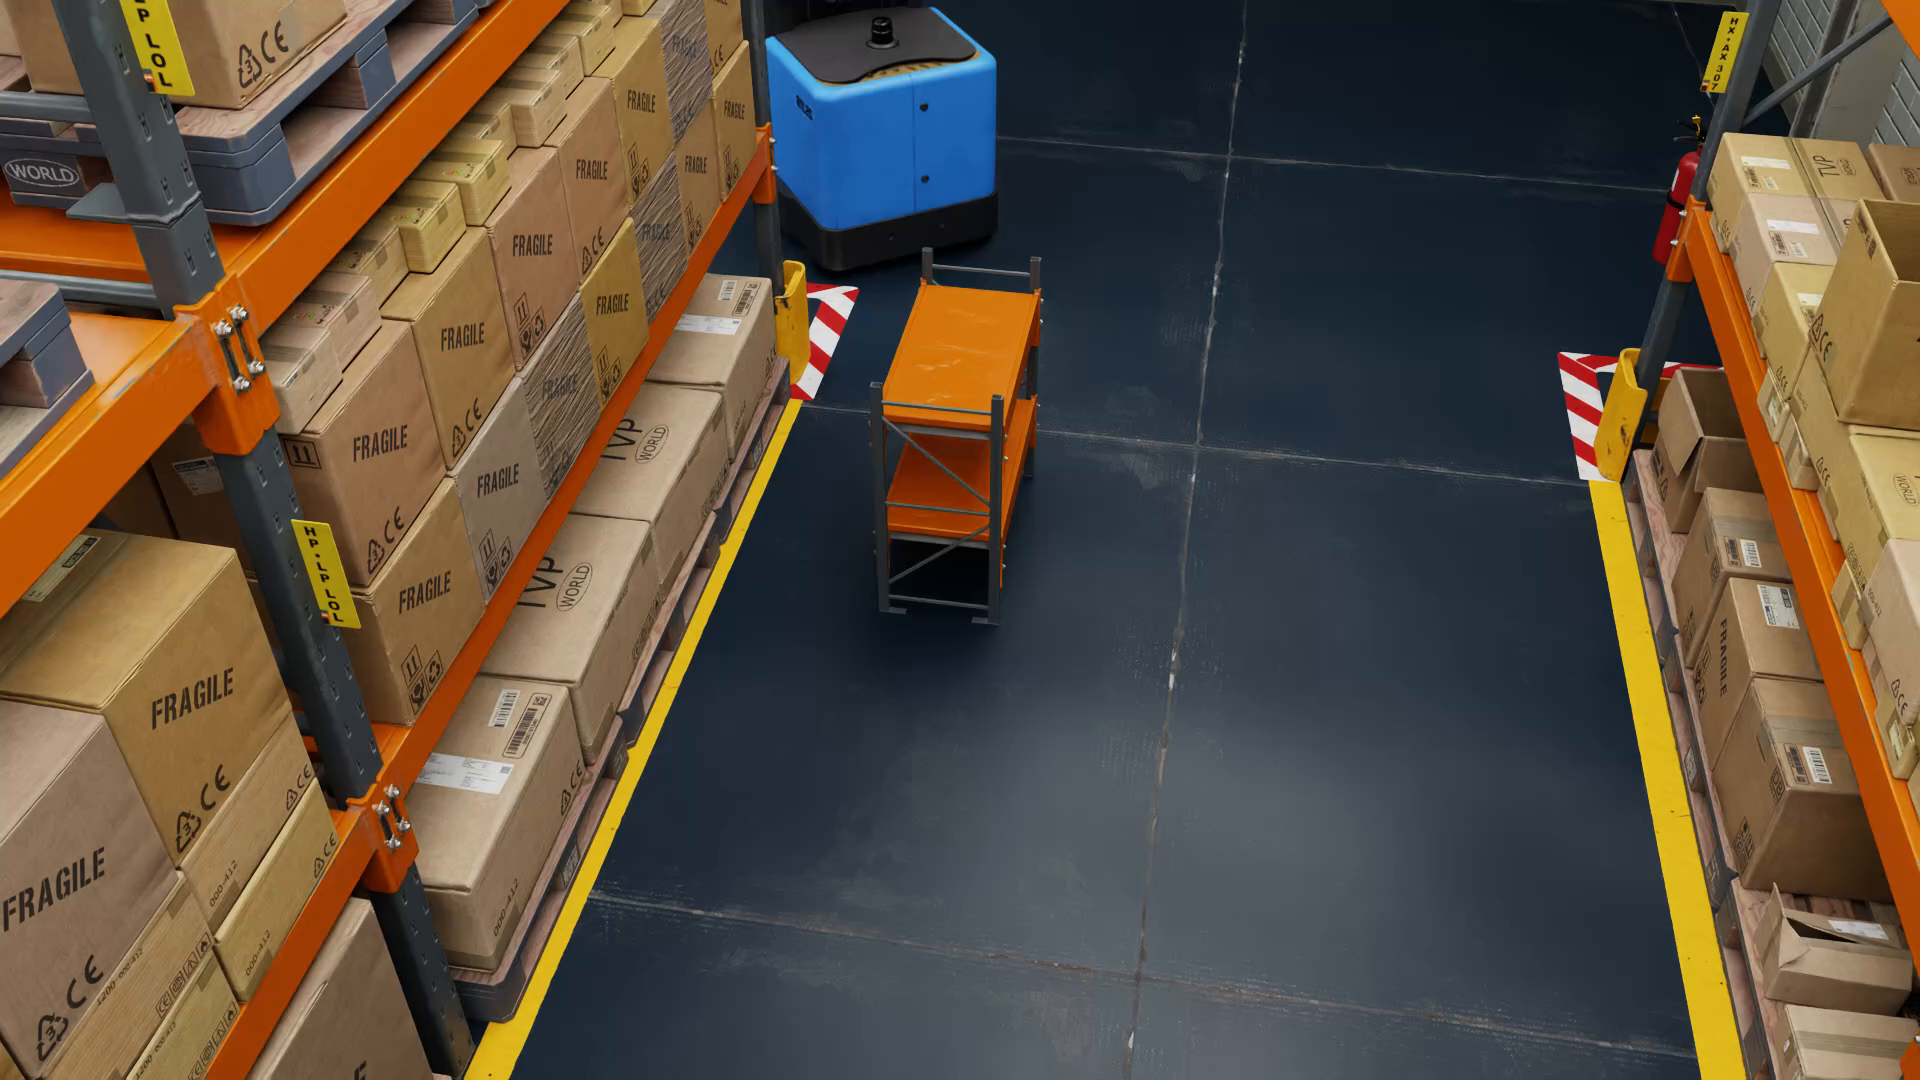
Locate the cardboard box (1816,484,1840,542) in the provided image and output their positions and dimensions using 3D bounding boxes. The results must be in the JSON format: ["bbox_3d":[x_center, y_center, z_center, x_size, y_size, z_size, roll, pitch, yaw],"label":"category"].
[{"bbox_3d":[2.938,-0.107,5.222,0.380,0.149,0.250,6,40,8],"label":"cardboard box"}]

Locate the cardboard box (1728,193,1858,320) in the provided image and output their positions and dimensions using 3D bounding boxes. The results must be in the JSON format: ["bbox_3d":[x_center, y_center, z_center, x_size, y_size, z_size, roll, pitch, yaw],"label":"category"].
[{"bbox_3d":[3.108,-1.005,5.996,0.500,0.250,0.500,7,40,8],"label":"cardboard box"}]

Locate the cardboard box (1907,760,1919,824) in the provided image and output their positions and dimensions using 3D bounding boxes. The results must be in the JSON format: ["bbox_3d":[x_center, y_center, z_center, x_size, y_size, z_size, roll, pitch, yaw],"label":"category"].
[{"bbox_3d":[2.677,0.694,4.254,0.380,0.149,0.250,7,40,9],"label":"cardboard box"}]

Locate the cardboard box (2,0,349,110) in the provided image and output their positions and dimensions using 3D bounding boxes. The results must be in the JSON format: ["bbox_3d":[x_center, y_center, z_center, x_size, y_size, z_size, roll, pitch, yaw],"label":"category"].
[{"bbox_3d":[-1.734,-1.295,3.622,0.500,0.500,0.500,7,40,8],"label":"cardboard box"}]

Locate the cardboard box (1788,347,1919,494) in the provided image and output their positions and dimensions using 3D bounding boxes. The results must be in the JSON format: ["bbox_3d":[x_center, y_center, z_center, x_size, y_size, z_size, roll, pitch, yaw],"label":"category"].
[{"bbox_3d":[2.956,-0.363,5.220,0.500,0.250,0.500,5,40,7],"label":"cardboard box"}]

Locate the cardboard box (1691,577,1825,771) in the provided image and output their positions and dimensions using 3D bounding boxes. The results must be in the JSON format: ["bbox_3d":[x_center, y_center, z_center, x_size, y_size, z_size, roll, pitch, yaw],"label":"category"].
[{"bbox_3d":[2.964,0.508,5.913,0.500,0.500,0.500,7,40,8],"label":"cardboard box"}]

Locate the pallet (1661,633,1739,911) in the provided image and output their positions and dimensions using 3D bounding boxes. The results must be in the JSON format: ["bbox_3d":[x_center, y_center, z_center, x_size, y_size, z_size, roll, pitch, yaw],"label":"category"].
[{"bbox_3d":[3.175,0.867,6.036,1.003,0.211,1.213,6,40,8],"label":"pallet"}]

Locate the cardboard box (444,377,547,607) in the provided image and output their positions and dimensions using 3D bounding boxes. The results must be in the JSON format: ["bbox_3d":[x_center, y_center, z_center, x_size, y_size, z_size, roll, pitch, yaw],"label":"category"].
[{"bbox_3d":[-1.612,-0.174,5.028,0.500,0.500,0.500,7,40,8],"label":"cardboard box"}]

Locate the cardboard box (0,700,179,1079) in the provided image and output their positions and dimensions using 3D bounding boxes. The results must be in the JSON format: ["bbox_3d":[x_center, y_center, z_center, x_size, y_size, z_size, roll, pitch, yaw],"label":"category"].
[{"bbox_3d":[-1.955,0.655,3.240,0.500,0.500,0.500,7,40,9],"label":"cardboard box"}]

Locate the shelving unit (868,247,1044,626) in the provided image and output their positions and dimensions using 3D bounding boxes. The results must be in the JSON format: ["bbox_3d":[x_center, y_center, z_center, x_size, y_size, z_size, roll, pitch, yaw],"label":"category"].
[{"bbox_3d":[0.001,-0.438,6.897,0.538,1.125,1.048,6,40,8],"label":"shelving unit"}]

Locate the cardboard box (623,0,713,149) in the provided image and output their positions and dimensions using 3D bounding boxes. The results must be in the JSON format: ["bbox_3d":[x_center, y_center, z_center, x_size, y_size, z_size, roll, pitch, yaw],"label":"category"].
[{"bbox_3d":[-1.261,-1.828,6.244,0.500,0.500,0.500,7,40,8],"label":"cardboard box"}]

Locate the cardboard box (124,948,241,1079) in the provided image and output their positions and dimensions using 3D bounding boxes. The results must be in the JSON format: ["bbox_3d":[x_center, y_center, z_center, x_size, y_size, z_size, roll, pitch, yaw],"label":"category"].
[{"bbox_3d":[-1.961,1.132,3.644,0.500,0.250,0.500,6,40,7],"label":"cardboard box"}]

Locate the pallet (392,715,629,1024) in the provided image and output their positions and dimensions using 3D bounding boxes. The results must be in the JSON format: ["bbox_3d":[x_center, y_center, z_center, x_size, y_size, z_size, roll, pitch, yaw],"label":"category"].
[{"bbox_3d":[-1.834,1.052,5.812,1.003,0.211,1.213,6,40,8],"label":"pallet"}]

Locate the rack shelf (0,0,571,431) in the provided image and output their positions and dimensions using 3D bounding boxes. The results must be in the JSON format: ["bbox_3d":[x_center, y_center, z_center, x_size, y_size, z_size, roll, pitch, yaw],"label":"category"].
[{"bbox_3d":[-1.697,-1.688,5.148,1.077,0.370,4.000,6,40,8],"label":"rack shelf"}]

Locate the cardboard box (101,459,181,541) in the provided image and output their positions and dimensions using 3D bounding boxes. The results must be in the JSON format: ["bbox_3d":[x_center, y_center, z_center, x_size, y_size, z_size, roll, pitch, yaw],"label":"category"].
[{"bbox_3d":[-2.233,-0.305,4.401,0.500,0.500,0.500,6,40,7],"label":"cardboard box"}]

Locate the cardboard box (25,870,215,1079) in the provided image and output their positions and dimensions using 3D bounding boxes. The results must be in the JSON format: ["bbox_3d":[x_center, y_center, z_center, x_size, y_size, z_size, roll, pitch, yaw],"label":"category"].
[{"bbox_3d":[-1.959,0.929,3.498,0.500,0.250,0.500,7,40,9],"label":"cardboard box"}]

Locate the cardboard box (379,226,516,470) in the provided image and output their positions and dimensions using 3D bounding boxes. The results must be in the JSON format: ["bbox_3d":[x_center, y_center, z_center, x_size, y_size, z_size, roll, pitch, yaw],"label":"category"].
[{"bbox_3d":[-1.628,-0.567,4.718,0.500,0.500,0.500,6,40,7],"label":"cardboard box"}]

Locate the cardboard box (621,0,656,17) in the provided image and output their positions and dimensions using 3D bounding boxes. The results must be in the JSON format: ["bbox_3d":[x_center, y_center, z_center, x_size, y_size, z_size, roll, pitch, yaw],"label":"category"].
[{"bbox_3d":[-1.281,-2.004,5.948,0.380,0.149,0.250,7,40,9],"label":"cardboard box"}]

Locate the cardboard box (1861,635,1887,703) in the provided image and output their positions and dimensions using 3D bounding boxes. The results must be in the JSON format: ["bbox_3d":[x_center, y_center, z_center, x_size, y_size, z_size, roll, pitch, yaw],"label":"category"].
[{"bbox_3d":[2.770,0.366,4.650,0.380,0.149,0.250,7,40,9],"label":"cardboard box"}]

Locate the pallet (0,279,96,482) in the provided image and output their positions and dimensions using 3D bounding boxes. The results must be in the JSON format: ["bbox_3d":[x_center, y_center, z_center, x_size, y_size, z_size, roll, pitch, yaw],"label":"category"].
[{"bbox_3d":[-2.153,-0.056,2.760,0.805,0.209,1.217,5,40,6],"label":"pallet"}]

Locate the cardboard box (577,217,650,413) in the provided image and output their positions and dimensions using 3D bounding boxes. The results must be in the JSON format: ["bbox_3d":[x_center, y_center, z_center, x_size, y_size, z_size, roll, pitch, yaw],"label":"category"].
[{"bbox_3d":[-1.431,-0.809,5.795,0.500,0.500,0.500,8,40,9],"label":"cardboard box"}]

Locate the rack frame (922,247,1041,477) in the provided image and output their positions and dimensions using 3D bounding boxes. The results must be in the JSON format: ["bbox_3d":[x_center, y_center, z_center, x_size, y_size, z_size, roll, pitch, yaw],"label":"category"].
[{"bbox_3d":[0.089,-0.757,7.283,0.500,1.125,0.032,6,40,8],"label":"rack frame"}]

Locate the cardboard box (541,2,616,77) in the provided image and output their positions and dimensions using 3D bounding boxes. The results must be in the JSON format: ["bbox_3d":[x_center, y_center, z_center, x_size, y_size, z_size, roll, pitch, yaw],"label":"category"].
[{"bbox_3d":[-1.382,-1.684,5.561,0.380,0.149,0.250,7,40,9],"label":"cardboard box"}]

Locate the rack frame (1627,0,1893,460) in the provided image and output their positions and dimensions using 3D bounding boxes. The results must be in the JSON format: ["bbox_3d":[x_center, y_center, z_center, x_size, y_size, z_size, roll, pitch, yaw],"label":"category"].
[{"bbox_3d":[3.539,-1.520,6.734,1.000,3.000,0.127,6,40,8],"label":"rack frame"}]

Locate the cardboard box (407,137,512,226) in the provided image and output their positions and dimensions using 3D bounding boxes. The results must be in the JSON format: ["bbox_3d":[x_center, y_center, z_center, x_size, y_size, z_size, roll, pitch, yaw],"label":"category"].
[{"bbox_3d":[-1.523,-1.038,4.779,0.380,0.149,0.250,5,40,6],"label":"cardboard box"}]

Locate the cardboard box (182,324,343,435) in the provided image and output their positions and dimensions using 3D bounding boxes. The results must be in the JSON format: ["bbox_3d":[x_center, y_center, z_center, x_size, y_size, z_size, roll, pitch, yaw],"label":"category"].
[{"bbox_3d":[-1.732,-0.398,4.005,0.380,0.149,0.250,6,40,7],"label":"cardboard box"}]

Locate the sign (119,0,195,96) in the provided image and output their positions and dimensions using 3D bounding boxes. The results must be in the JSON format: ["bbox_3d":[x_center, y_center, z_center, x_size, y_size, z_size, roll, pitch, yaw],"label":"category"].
[{"bbox_3d":[-1.506,-0.977,3.071,0.100,0.325,0.005,6,40,8],"label":"sign"}]

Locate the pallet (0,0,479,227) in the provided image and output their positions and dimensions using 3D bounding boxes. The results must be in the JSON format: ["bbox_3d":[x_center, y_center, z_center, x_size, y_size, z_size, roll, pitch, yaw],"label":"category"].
[{"bbox_3d":[-1.891,-1.188,4.049,1.003,0.211,1.213,6,40,8],"label":"pallet"}]

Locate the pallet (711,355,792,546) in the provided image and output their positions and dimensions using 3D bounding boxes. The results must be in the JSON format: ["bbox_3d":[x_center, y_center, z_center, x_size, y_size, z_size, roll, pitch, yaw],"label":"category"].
[{"bbox_3d":[-1.412,-0.479,7.664,1.003,0.211,1.213,6,40,8],"label":"pallet"}]

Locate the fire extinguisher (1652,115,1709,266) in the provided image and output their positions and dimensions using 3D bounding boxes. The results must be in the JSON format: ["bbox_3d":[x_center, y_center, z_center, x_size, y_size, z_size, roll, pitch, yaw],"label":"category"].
[{"bbox_3d":[3.109,-1.489,7.051,0.296,0.674,0.183,6,40,8],"label":"fire extinguisher"}]

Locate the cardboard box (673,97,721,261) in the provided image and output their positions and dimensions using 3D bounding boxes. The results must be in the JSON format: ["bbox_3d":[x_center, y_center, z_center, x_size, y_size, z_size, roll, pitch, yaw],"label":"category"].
[{"bbox_3d":[-1.275,-1.458,6.581,0.500,0.500,0.500,6,40,7],"label":"cardboard box"}]

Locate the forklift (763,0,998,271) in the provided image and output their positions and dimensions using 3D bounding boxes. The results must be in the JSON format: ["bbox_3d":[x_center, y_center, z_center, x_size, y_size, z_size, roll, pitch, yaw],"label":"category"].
[{"bbox_3d":[-0.884,-3.501,9.185,1.130,2.935,3.031,-17,42,-19],"label":"forklift"}]

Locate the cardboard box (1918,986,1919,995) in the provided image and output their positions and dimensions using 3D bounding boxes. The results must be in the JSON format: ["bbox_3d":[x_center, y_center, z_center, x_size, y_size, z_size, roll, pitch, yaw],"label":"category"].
[{"bbox_3d":[3.194,1.477,4.891,0.500,0.311,0.500,8,40,9],"label":"cardboard box"}]

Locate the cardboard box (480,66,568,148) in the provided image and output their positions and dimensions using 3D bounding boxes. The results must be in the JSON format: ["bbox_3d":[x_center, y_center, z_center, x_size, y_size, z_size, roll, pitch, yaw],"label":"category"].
[{"bbox_3d":[-1.450,-1.351,5.158,0.380,0.149,0.250,7,40,8],"label":"cardboard box"}]

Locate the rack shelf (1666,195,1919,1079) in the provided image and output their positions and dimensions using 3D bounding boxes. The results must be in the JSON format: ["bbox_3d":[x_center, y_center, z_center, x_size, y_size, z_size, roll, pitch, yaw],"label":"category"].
[{"bbox_3d":[3.193,0.013,5.445,1.077,0.370,4.000,6,40,8],"label":"rack shelf"}]

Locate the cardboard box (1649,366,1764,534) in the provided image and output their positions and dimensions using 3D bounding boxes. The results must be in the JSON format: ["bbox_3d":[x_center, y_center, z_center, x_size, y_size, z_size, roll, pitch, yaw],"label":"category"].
[{"bbox_3d":[3.340,-0.346,6.944,0.797,0.503,0.637,5,40,6],"label":"cardboard box"}]

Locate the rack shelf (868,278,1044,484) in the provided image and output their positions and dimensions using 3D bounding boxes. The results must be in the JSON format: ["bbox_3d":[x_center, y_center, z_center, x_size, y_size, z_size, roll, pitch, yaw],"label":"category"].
[{"bbox_3d":[0.001,-0.663,6.710,0.538,0.278,1.000,6,40,8],"label":"rack shelf"}]

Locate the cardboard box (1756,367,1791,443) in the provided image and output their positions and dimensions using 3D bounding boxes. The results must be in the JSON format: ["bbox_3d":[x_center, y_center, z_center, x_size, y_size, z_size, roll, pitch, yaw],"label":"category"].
[{"bbox_3d":[2.940,-0.444,5.630,0.380,0.149,0.250,5,40,6],"label":"cardboard box"}]

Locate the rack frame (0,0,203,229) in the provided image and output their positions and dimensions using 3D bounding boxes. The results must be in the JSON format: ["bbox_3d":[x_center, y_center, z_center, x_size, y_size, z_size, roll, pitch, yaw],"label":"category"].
[{"bbox_3d":[-2.043,-1.866,2.445,1.000,3.000,0.127,6,40,8],"label":"rack frame"}]

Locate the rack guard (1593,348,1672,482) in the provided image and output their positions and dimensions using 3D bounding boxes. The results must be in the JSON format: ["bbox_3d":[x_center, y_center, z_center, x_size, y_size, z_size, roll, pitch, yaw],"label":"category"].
[{"bbox_3d":[3.526,-0.509,7.473,1.175,0.500,0.348,6,40,8],"label":"rack guard"}]

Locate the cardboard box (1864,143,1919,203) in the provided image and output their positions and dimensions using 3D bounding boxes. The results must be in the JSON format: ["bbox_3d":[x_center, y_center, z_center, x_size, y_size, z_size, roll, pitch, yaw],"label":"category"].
[{"bbox_3d":[3.721,-1.259,6.302,0.500,0.250,0.500,7,40,9],"label":"cardboard box"}]

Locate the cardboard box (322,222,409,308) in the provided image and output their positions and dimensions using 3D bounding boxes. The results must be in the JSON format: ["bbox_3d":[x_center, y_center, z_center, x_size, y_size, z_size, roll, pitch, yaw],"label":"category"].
[{"bbox_3d":[-1.701,-0.725,4.401,0.380,0.149,0.250,6,40,7],"label":"cardboard box"}]

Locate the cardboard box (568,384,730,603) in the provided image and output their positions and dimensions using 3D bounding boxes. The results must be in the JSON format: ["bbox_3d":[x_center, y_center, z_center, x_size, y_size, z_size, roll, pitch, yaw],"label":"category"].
[{"bbox_3d":[-1.516,-0.238,6.866,0.875,0.438,0.875,7,40,9],"label":"cardboard box"}]

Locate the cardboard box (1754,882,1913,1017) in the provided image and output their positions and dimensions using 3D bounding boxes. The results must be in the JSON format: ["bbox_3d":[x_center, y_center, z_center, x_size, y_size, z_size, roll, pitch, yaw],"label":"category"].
[{"bbox_3d":[2.716,1.276,5.168,0.396,0.266,0.258,8,40,9],"label":"cardboard box"}]

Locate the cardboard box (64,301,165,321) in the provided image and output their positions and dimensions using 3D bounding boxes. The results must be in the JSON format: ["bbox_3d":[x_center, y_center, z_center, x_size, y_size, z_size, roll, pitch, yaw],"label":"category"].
[{"bbox_3d":[-2.150,-0.610,4.262,0.380,0.149,0.250,7,40,9],"label":"cardboard box"}]

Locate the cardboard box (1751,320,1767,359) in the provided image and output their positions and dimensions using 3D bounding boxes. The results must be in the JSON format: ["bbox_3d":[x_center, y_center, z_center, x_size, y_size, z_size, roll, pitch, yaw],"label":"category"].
[{"bbox_3d":[3.098,-0.761,6.014,0.380,0.149,0.250,8,40,9],"label":"cardboard box"}]

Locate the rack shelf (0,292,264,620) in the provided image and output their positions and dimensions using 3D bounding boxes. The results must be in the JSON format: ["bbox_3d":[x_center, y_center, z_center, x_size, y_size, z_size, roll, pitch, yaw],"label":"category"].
[{"bbox_3d":[-2.389,0.822,2.112,1.077,0.370,4.000,6,40,8],"label":"rack shelf"}]

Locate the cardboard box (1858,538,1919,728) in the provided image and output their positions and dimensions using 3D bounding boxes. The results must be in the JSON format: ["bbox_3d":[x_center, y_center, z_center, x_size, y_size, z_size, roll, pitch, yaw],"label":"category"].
[{"bbox_3d":[2.767,0.271,4.452,0.500,0.250,0.500,7,40,8],"label":"cardboard box"}]

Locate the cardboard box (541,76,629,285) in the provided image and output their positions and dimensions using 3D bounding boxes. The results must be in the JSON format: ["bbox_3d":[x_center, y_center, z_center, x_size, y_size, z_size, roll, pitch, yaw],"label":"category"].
[{"bbox_3d":[-1.439,-1.203,5.488,0.500,0.500,0.500,6,40,7],"label":"cardboard box"}]

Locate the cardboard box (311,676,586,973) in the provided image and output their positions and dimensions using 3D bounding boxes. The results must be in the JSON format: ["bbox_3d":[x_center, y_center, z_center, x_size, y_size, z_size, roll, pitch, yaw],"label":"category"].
[{"bbox_3d":[-1.828,0.889,5.502,0.875,0.438,0.875,6,40,7],"label":"cardboard box"}]
